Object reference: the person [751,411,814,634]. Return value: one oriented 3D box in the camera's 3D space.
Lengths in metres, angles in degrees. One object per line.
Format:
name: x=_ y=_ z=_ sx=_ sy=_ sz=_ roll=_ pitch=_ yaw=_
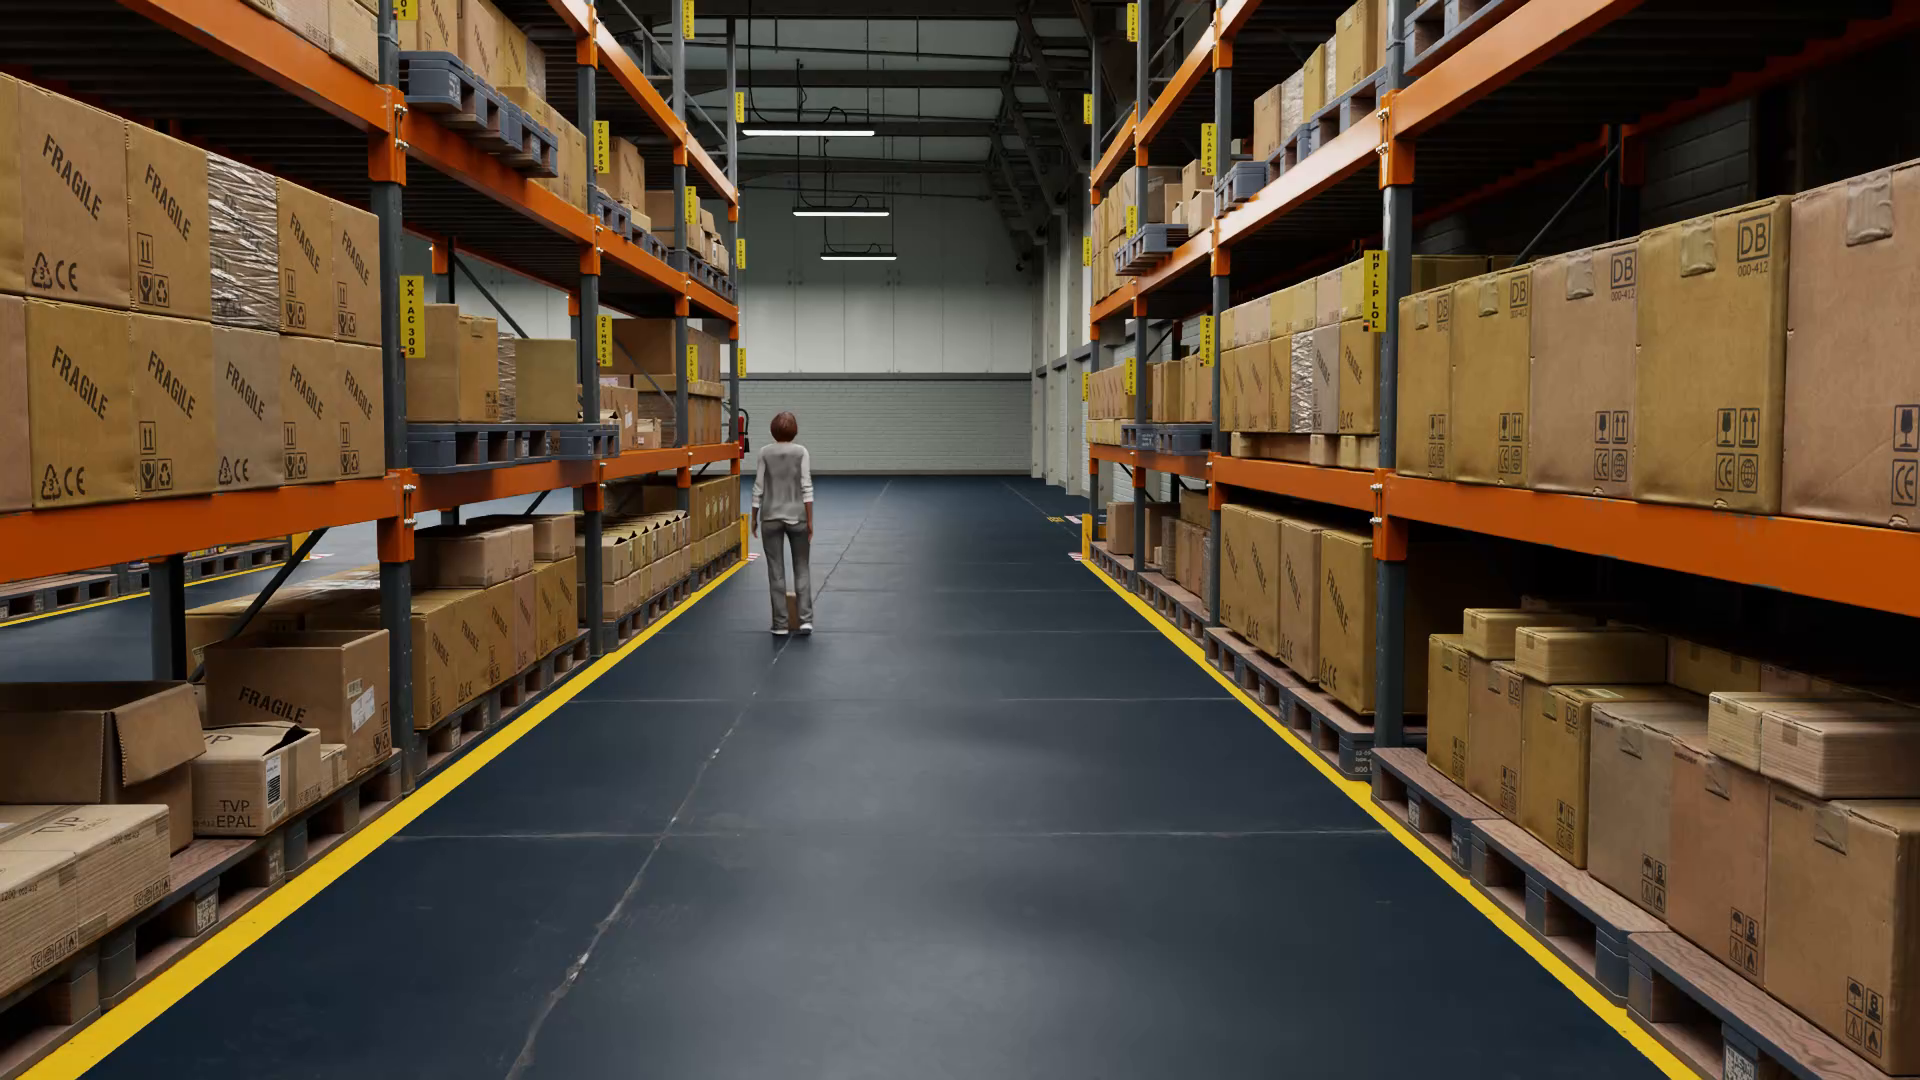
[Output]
person: x=-1.272 y=-0.112 z=11.929 sx=0.446 sy=1.622 sz=0.464 roll=-1 pitch=4 yaw=-8
